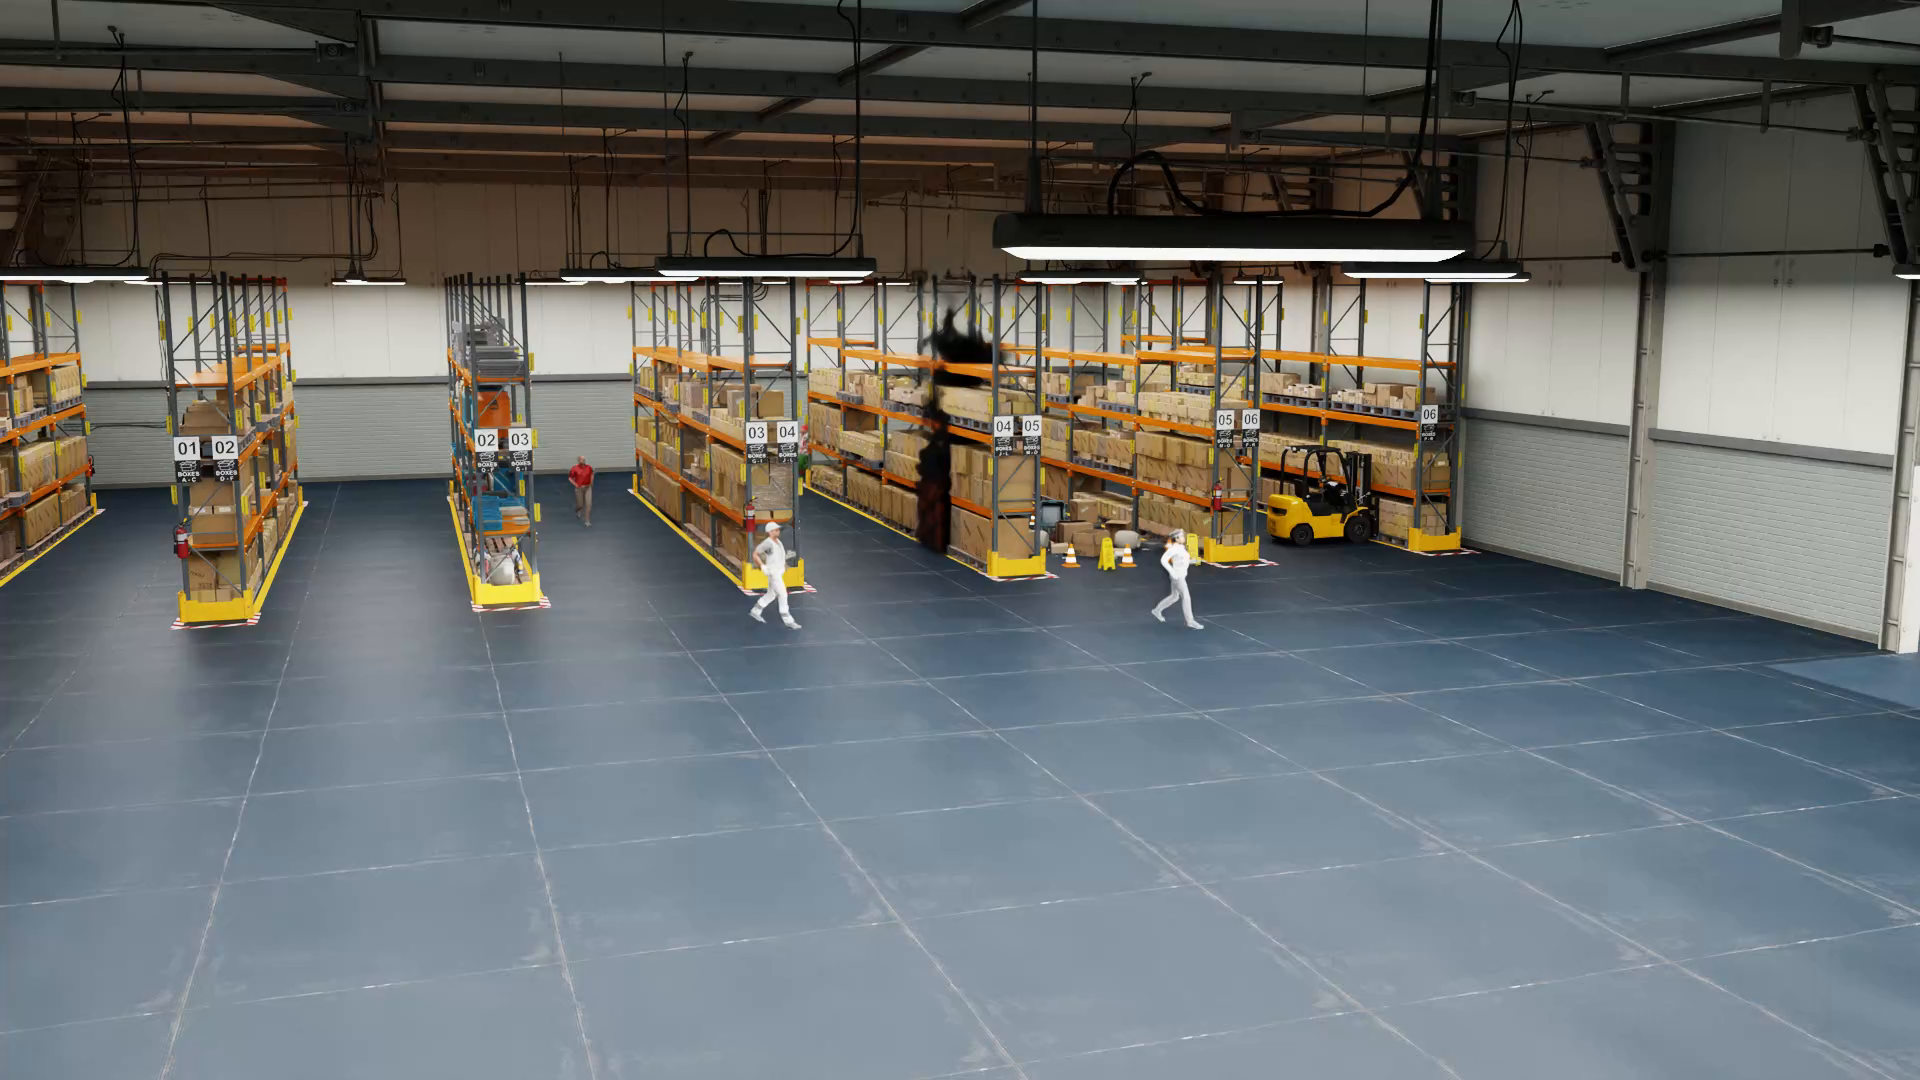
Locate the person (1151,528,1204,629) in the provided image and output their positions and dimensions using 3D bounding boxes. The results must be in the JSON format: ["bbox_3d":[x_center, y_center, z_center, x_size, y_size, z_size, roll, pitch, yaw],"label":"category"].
[{"bbox_3d":[3.688,0.633,28.148,0.936,1.687,0.610,3,9,20],"label":"person"}]

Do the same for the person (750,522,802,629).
[{"bbox_3d":[-3.131,0.584,28.081,0.979,1.786,0.661,2,9,13],"label":"person"}]

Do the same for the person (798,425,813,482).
[{"bbox_3d":[-4.627,-2.566,49.364,0.640,1.724,0.685,-6,10,-33],"label":"person"}]

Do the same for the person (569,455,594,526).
[{"bbox_3d":[-9.214,-1.218,40.608,0.663,1.717,0.816,-5,10,-29],"label":"person"}]
